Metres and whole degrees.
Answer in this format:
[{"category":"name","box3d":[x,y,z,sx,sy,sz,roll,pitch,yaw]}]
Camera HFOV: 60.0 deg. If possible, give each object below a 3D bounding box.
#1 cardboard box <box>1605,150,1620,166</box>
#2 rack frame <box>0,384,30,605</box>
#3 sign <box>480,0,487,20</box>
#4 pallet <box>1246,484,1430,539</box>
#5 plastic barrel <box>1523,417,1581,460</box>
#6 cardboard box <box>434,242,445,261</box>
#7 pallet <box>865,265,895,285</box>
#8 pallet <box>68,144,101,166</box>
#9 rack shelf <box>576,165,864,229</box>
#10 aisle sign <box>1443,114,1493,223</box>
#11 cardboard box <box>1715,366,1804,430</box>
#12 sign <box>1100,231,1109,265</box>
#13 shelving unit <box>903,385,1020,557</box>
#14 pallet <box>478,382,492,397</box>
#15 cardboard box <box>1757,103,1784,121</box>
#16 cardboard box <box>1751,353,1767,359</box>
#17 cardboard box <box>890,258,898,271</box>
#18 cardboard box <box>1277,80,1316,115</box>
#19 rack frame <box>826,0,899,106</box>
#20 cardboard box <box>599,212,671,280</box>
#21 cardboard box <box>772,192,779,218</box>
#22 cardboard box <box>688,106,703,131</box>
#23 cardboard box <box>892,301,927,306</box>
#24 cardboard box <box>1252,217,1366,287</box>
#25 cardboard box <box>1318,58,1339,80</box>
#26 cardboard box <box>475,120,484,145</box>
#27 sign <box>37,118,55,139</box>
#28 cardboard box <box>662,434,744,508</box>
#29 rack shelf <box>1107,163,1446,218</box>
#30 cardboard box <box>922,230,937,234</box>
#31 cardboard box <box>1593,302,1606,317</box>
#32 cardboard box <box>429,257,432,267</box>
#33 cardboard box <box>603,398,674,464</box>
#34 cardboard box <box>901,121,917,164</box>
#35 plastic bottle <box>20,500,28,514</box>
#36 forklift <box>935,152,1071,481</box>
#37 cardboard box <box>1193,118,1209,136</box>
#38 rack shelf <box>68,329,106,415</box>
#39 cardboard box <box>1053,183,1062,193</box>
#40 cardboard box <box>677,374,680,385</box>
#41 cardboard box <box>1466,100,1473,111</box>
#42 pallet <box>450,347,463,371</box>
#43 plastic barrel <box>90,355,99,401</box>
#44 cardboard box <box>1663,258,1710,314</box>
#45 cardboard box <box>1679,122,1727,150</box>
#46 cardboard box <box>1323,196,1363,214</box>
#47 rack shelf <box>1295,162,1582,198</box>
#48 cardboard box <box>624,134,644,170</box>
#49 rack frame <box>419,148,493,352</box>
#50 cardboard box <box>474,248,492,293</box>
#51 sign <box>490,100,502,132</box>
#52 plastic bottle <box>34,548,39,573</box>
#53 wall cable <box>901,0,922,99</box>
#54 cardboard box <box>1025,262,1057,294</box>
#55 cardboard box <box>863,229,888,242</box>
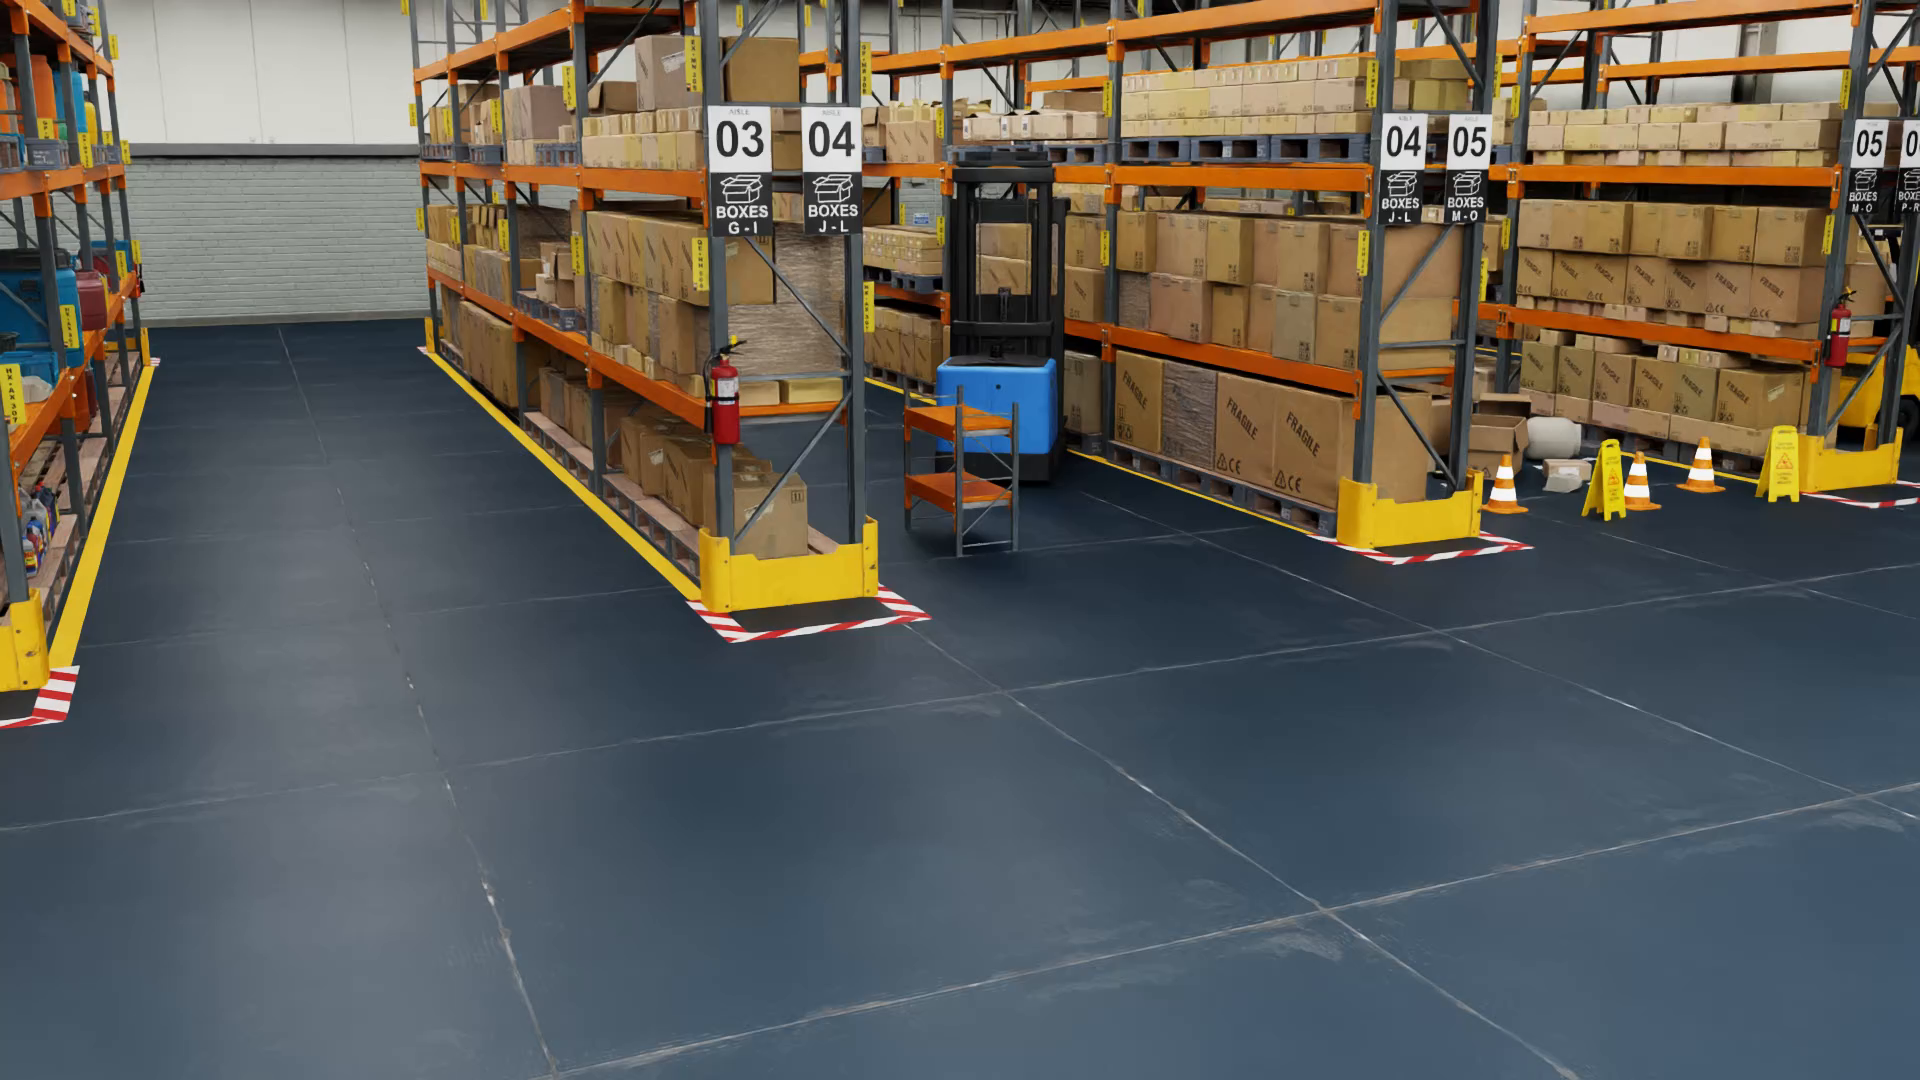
[{"category":"cardboard box","box3d":[6.686,-3.816,16.612,0.380,0.149,0.250,-6,14,-25]},{"category":"rack frame","box3d":[-5.646,-0.607,8.840,1.000,3.000,0.127,-6,14,-23]},{"category":"sign","box3d":[-7.014,-7.822,24.464,0.100,0.325,0.005,-6,14,-23]},{"category":"pallet","box3d":[3.086,-0.281,13.616,1.003,0.211,1.213,-6,14,-23]},{"category":"plastic barrel","box3d":[5.758,-0.984,16.184,0.512,0.421,0.421,4,14,16]},{"category":"cardboard box","box3d":[-7.159,-4.097,23.594,0.500,0.250,0.500,-6,14,-25]},{"category":"pallet","box3d":[-0.557,-3.446,21.533,1.003,0.211,1.213,-6,14,-23]},{"category":"pallet","box3d":[-9.067,-3.796,16.386,1.003,0.211,1.213,-6,14,-23]},{"category":"rack shelf","box3d":[-1.908,-2.578,12.301,1.077,0.370,4.000,-6,14,-23]},{"category":"aisle sign","box3d":[3.781,-2.760,12.379,0.394,0.787,0.004,-6,14,-23]},{"category":"cardboard box","box3d":[7.413,-1.322,15.432,0.500,0.500,0.500,-6,14,-23]},{"category":"sign","box3d":[1.382,-2.782,15.847,0.100,0.325,0.005,-6,14,-23]},{"category":"shelving unit","box3d":[-0.003,-0.549,12.749,0.538,1.125,1.048,-6,14,-23]},{"category":"pallet","box3d":[-5.536,-2.022,21.140,1.003,0.211,1.213,-6,14,-23]},{"category":"cardboard box","box3d":[7.380,-3.828,14.893,0.380,0.149,0.250,-6,14,-24]},{"category":"cardboard box","box3d":[10.394,-2.540,21.529,0.875,0.625,0.625,-6,14,-24]},{"category":"cardboard box","box3d":[-0.643,-3.433,20.678,0.380,0.149,0.250,-6,14,-24]},{"category":"cardboard box","box3d":[2.826,-3.447,12.980,0.500,0.250,0.500,-6,14,-23]},{"category":"rack frame","box3d":[-1.329,-6.883,22.654,1.000,3.000,0.127,-6,14,-23]},{"category":"cardboard box","box3d":[-2.561,-2.342,13.240,0.500,0.500,0.500,-6,14,-23]},{"category":"cardboard box","box3d":[-2.599,-5.138,25.318,0.500,0.500,0.500,-6,14,-24]},{"category":"cardboard box","box3d":[-1.505,-2.666,10.533,0.380,0.149,0.250,-6,14,-23]},{"category":"cardboard box","box3d":[-0.605,-3.074,22.450,0.500,0.250,0.500,-5,14,-20]},{"category":"cardboard box","box3d":[2.960,-2.394,13.834,0.875,0.550,0.550,-6,14,-23]},{"category":"cardboard box","box3d":[2.933,-3.553,12.552,0.380,0.149,0.250,-6,14,-23]},{"category":"cardboard box","box3d":[-5.557,-4.921,20.095,0.500,0.311,0.500,-6,14,-25]},{"category":"sign","box3d":[-6.739,-2.947,12.277,0.100,0.325,0.005,-6,14,-23]},{"category":"cardboard box","box3d":[-2.029,-0.543,13.174,0.500,0.500,0.500,-7,15,-28]},{"category":"rack shelf","box3d":[2.677,-3.006,14.147,1.077,0.370,4.000,-6,14,-23]},{"category":"cardboard box","box3d":[-0.262,-3.891,21.335,0.380,0.149,0.250,-5,14,-21]},{"category":"cardboard box","box3d":[6.689,-2.353,16.943,0.380,0.149,0.250,-6,14,-23]},{"category":"cardboard box","box3d":[-7.573,-4.082,24.410,0.380,0.149,0.250,-6,14,-24]},{"category":"cardboard box","box3d":[-2.936,-1.006,15.133,0.700,0.500,0.500,-7,15,-27]},{"category":"cardboard box","box3d":[-0.401,-4.842,20.262,0.500,0.500,0.500,-6,14,-23]},{"category":"plastic bottle","box3d":[-6.775,-0.156,11.954,0.152,0.276,0.135,-6,14,-23]},{"category":"forklift","box3d":[0.482,-2.239,16.045,1.130,2.935,3.031,2,13,7]},{"category":"cardboard box","box3d":[2.222,-3.531,14.227,0.380,0.149,0.250,-6,14,-23]},{"category":"rack shelf","box3d":[-8.049,-1.496,14.277,1.077,0.370,4.000,-6,14,-23]},{"category":"cardboard box","box3d":[1.743,-5.844,27.590,0.380,0.149,0.250,-6,14,-25]},{"category":"cardboard box","box3d":[-1.806,-1.179,11.870,0.380,0.149,0.250,-6,14,-23]},{"category":"cardboard box","box3d":[5.593,-4.929,19.156,0.500,0.250,0.500,-5,14,-22]},{"category":"pallet","box3d":[-6.640,-2.592,23.600,1.003,0.211,1.213,-6,14,-23]},{"category":"plastic barrel","box3d":[-9.967,-2.008,18.617,0.600,0.901,0.708,-6,14,-23]},{"category":"cardboard box","box3d":[7.109,-2.438,15.870,0.500,0.500,0.500,-6,14,-23]},{"category":"cardboard box","box3d":[7.108,-3.775,15.548,0.500,0.250,0.500,-5,14,-21]},{"category":"cardboard box","box3d":[6.646,-5.713,28.914,0.500,0.500,0.500,-5,14,-22]},{"category":"rack shelf","box3d":[5.569,-4.300,19.740,1.077,0.370,4.000,-6,14,-23]},{"category":"cardboard box","box3d":[-2.140,-2.832,12.135,0.500,0.250,0.500,-6,14,-24]},{"category":"rack frame","box3d":[-7.517,-4.360,25.056,1.000,3.000,0.127,-6,14,-23]},{"category":"cardboard box","box3d":[-5.557,-3.257,20.070,0.500,0.500,0.500,-6,14,-24]},{"category":"sign","box3d":[-4.824,-4.411,17.300,0.100,0.325,0.005,-6,14,-23]},{"category":"plastic bottle","box3d":[-6.128,0.118,10.939,0.097,0.201,0.097,0,13,0]},{"category":"wall cable","box3d":[-0.973,-9.328,33.215,0.463,3.000,0.029,-6,14,-23]},{"category":"cardboard box","box3d":[1.017,-2.649,17.442,0.500,0.500,0.500,-5,14,-22]},{"category":"cardboard box","box3d":[-1.074,-3.943,21.560,0.380,0.149,0.250,-5,14,-21]}]
